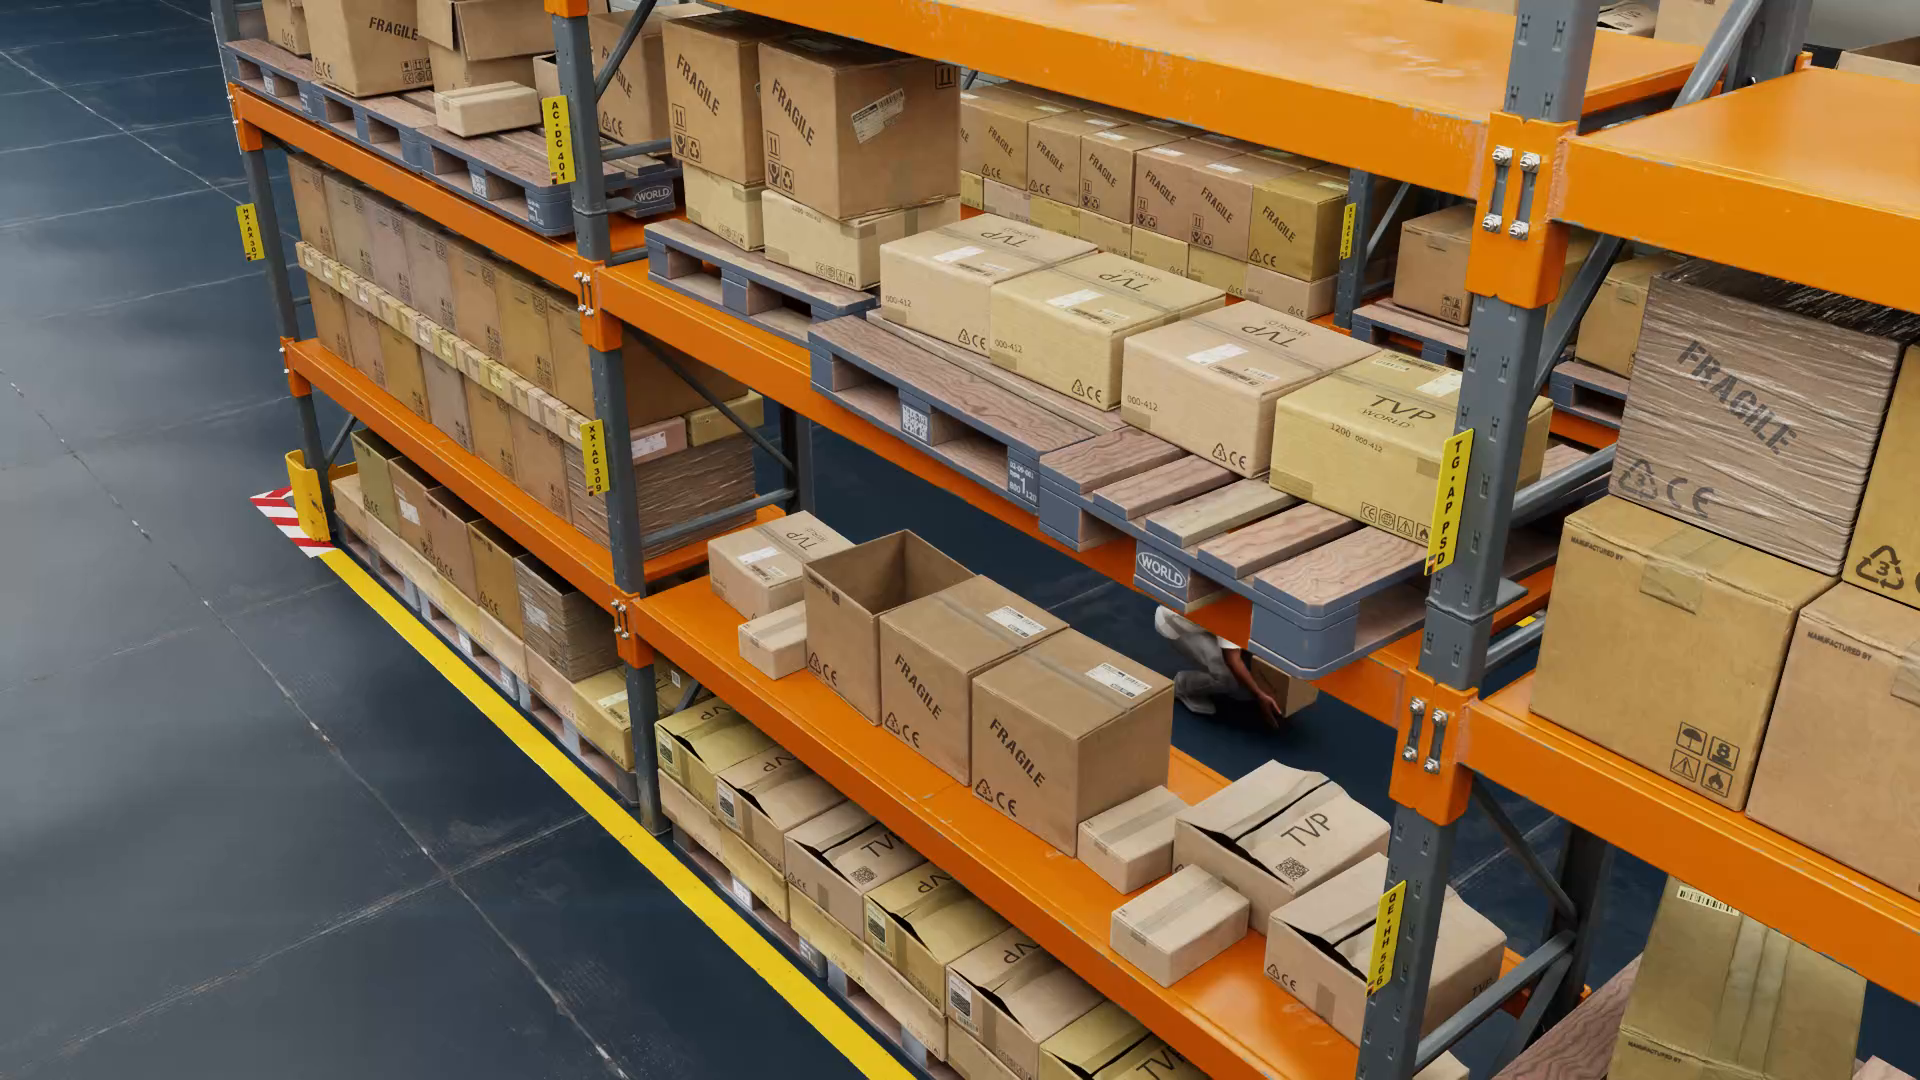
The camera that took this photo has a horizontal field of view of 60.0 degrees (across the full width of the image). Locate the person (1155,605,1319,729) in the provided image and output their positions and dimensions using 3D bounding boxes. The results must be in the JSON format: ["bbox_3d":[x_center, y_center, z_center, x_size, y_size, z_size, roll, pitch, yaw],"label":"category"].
[{"bbox_3d":[1.447,0.435,8.601,0.573,1.004,0.881,-22,35,-35],"label":"person"}]
